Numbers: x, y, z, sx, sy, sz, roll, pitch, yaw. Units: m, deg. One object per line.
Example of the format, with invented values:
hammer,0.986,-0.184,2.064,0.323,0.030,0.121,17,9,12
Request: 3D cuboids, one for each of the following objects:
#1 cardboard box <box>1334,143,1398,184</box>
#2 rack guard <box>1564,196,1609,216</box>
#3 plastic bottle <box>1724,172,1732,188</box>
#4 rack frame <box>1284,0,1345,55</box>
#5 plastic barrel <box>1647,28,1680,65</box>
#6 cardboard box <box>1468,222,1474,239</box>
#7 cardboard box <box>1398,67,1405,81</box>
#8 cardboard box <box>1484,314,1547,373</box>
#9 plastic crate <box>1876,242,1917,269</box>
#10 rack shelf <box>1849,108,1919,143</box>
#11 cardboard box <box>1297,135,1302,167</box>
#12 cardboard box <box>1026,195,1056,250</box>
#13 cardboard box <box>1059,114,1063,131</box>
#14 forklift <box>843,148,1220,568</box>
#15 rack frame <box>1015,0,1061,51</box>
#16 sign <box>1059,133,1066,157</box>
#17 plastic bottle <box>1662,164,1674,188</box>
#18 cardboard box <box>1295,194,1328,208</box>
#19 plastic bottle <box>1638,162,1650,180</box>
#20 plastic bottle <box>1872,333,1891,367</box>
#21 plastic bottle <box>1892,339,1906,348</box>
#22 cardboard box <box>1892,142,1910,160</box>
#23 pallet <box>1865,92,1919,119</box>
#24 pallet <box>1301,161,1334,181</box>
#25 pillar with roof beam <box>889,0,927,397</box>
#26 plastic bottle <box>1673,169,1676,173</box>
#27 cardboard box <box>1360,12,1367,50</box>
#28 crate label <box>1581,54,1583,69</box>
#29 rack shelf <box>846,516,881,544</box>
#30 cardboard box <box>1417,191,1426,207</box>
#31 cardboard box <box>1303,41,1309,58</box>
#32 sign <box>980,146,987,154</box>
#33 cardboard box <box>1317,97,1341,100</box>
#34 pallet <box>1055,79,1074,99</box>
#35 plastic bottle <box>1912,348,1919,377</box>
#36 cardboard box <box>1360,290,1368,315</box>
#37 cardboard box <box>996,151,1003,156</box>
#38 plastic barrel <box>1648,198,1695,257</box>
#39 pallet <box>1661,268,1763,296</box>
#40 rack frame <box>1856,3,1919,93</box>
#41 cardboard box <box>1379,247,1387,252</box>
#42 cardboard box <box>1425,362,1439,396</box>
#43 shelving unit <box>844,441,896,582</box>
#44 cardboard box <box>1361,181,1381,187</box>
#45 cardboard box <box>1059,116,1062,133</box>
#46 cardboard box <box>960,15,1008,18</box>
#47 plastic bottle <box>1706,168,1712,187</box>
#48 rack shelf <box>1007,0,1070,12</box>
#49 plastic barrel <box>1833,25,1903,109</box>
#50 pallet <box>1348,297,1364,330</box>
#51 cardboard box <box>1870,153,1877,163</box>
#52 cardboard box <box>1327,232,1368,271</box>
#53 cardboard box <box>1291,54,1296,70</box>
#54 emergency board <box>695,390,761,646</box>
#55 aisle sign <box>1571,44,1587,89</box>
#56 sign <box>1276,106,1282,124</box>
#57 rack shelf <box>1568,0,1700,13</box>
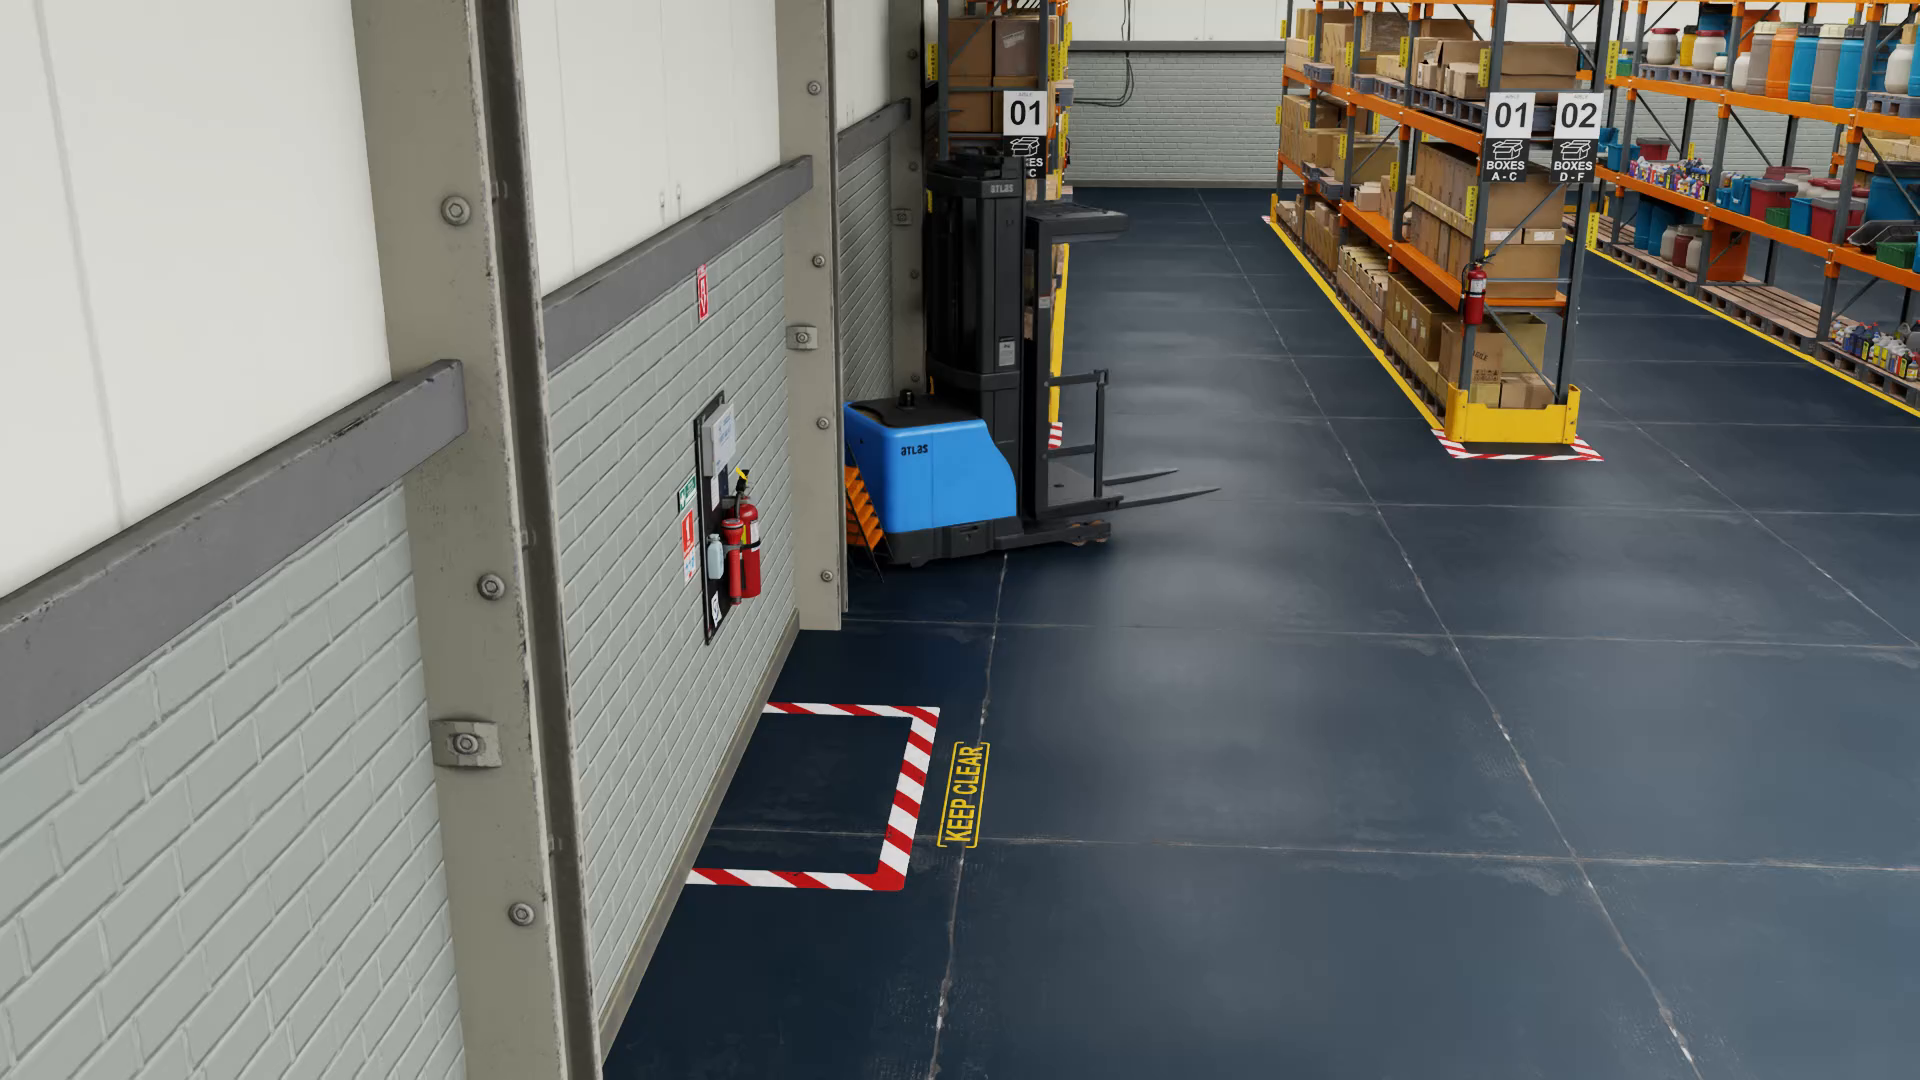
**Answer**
cardboard box,5.751,-5.336,23.555,0.700,0.500,0.500,-5,19,-15
rack guard,11.320,-6.083,30.686,1.175,0.500,0.348,1,18,4
plastic bottle,11.230,-5.239,24.301,0.097,0.271,0.097,0,18,0
rack frame,6.391,-10.226,29.680,1.000,3.000,0.127,1,18,4
plastic barrel,10.757,-7.553,25.446,0.433,0.535,0.433,0,18,0
cardboard box,5.099,-2.966,15.955,0.380,0.149,0.250,2,18,5
cardboard box,5.729,-5.795,20.539,0.500,0.250,0.500,0,18,-1
cardboard box,5.539,-1.972,16.662,0.500,0.500,0.500,1,18,4
plastic crate,10.093,-3.021,17.665,0.450,0.188,0.662,1,18,4
rack shelf,10.328,-3.999,16.648,1.077,0.370,4.000,1,18,4
cardboard box,5.920,-6.502,27.787,0.500,0.500,0.500,2,18,5
cardboard box,0.726,-3.265,17.075,0.500,0.500,0.500,1,18,2
cardboard box,1.385,-6.646,26.515,0.500,0.250,0.500,2,18,5
forklift,0.604,-1.485,12.747,3.031,2.935,1.130,-9,20,-25
rack frame,0.877,-7.851,22.431,1.000,3.000,0.127,1,18,4
sign,1.419,-5.504,23.169,0.100,0.325,0.005,1,18,4
plastic bottle,10.519,-5.393,24.644,0.144,0.351,0.185,1,18,4
cardboard box,6.234,-5.739,28.924,0.797,0.503,0.637,1,18,4
plastic bottle,10.606,-5.713,25.742,0.152,0.276,0.135,1,18,4
plastic bottle,9.956,-2.055,17.924,0.144,0.351,0.185,1,18,3
plastic bottle,10.105,-2.024,17.950,0.152,0.276,0.135,1,18,4
cardboard box,15.826,-6.443,27.532,0.500,0.250,0.500,2,18,5
pallet,10.517,-4.646,17.771,1.213,0.211,1.003,1,18,4
pallet,5.938,-5.796,26.103,1.003,0.211,1.213,1,18,4
pillar with roof beam,3.784,-5.507,15.278,9.100,9.000,0.400,1,18,4
plastic bottle,10.527,-5.311,24.502,0.061,0.283,0.133,1,18,4
cardboard box,5.892,-7.133,23.290,0.500,0.500,0.500,1,18,4
crate label,10.943,-8.339,28.977,0.408,0.251,0.502,1,18,4
rack shelf,-0.720,-0.087,11.812,0.258,0.103,0.180,11,49,29
cardboard box,5.284,-3.767,18.399,0.380,0.149,0.250,1,18,2
cardboard box,5.908,-8.037,27.254,0.500,0.250,0.500,1,18,4
sign,0.323,-5.562,23.220,0.100,0.325,0.005,1,18,4
cardboard box,6.598,-7.597,29.523,0.500,0.500,0.500,2,18,5
pallet,0.812,-5.606,20.697,1.213,0.211,1.003,1,18,4
plastic bottle,10.031,-1.868,17.463,0.061,0.283,0.133,1,18,4
cardboard box,5.346,-2.993,20.980,0.500,0.250,0.500,2,18,5
cardboard box,0.840,-4.936,22.304,0.700,0.500,0.500,0,18,-1
plastic barrel,10.938,-4.835,25.557,0.600,0.901,0.708,1,18,4
pallet,10.773,-3.700,23.875,1.003,0.211,1.213,1,18,4
rack frame,10.471,-6.388,17.965,1.000,3.000,0.127,1,18,4
cardboard box,6.026,-3.882,22.794,0.500,0.311,0.500,2,18,5
cardboard box,5.012,-1.628,16.815,0.500,0.250,0.500,1,18,4
shelving unit,-0.760,-0.204,11.703,0.258,1.200,0.189,11,49,29
cardboard box,5.748,-4.736,22.704,0.500,0.311,0.500,2,18,7
cardboard box,1.339,-6.488,26.031,0.500,0.250,0.500,2,18,5
cardboard box,0.270,-5.570,18.488,0.500,0.500,0.500,2,18,5
plastic bottle,11.065,-5.325,24.435,0.144,0.351,0.185,1,18,4
rack shelf,1.307,-9.183,28.293,1.077,0.370,4.000,1,18,4
plastic barrel,10.291,-5.363,18.851,0.600,0.901,0.708,1,18,4
pallet,5.630,-2.933,21.535,1.003,0.211,1.213,1,18,4
cardboard box,15.828,-6.531,28.442,0.380,0.149,0.250,1,18,3
cardboard box,5.651,-4.208,24.255,0.500,0.500,0.500,2,18,6
cardboard box,6.018,-8.265,28.754,0.500,0.250,0.500,1,18,4
emergency board,-1.155,-0.122,8.478,0.194,1.169,0.643,1,18,4
aisle sign,11.041,-8.528,29.957,0.394,0.787,0.004,1,18,4
sign,5.850,-7.799,30.516,0.100,0.325,0.005,1,18,4
rack shelf,11.188,-8.961,27.618,1.077,0.370,4.000,1,18,4
